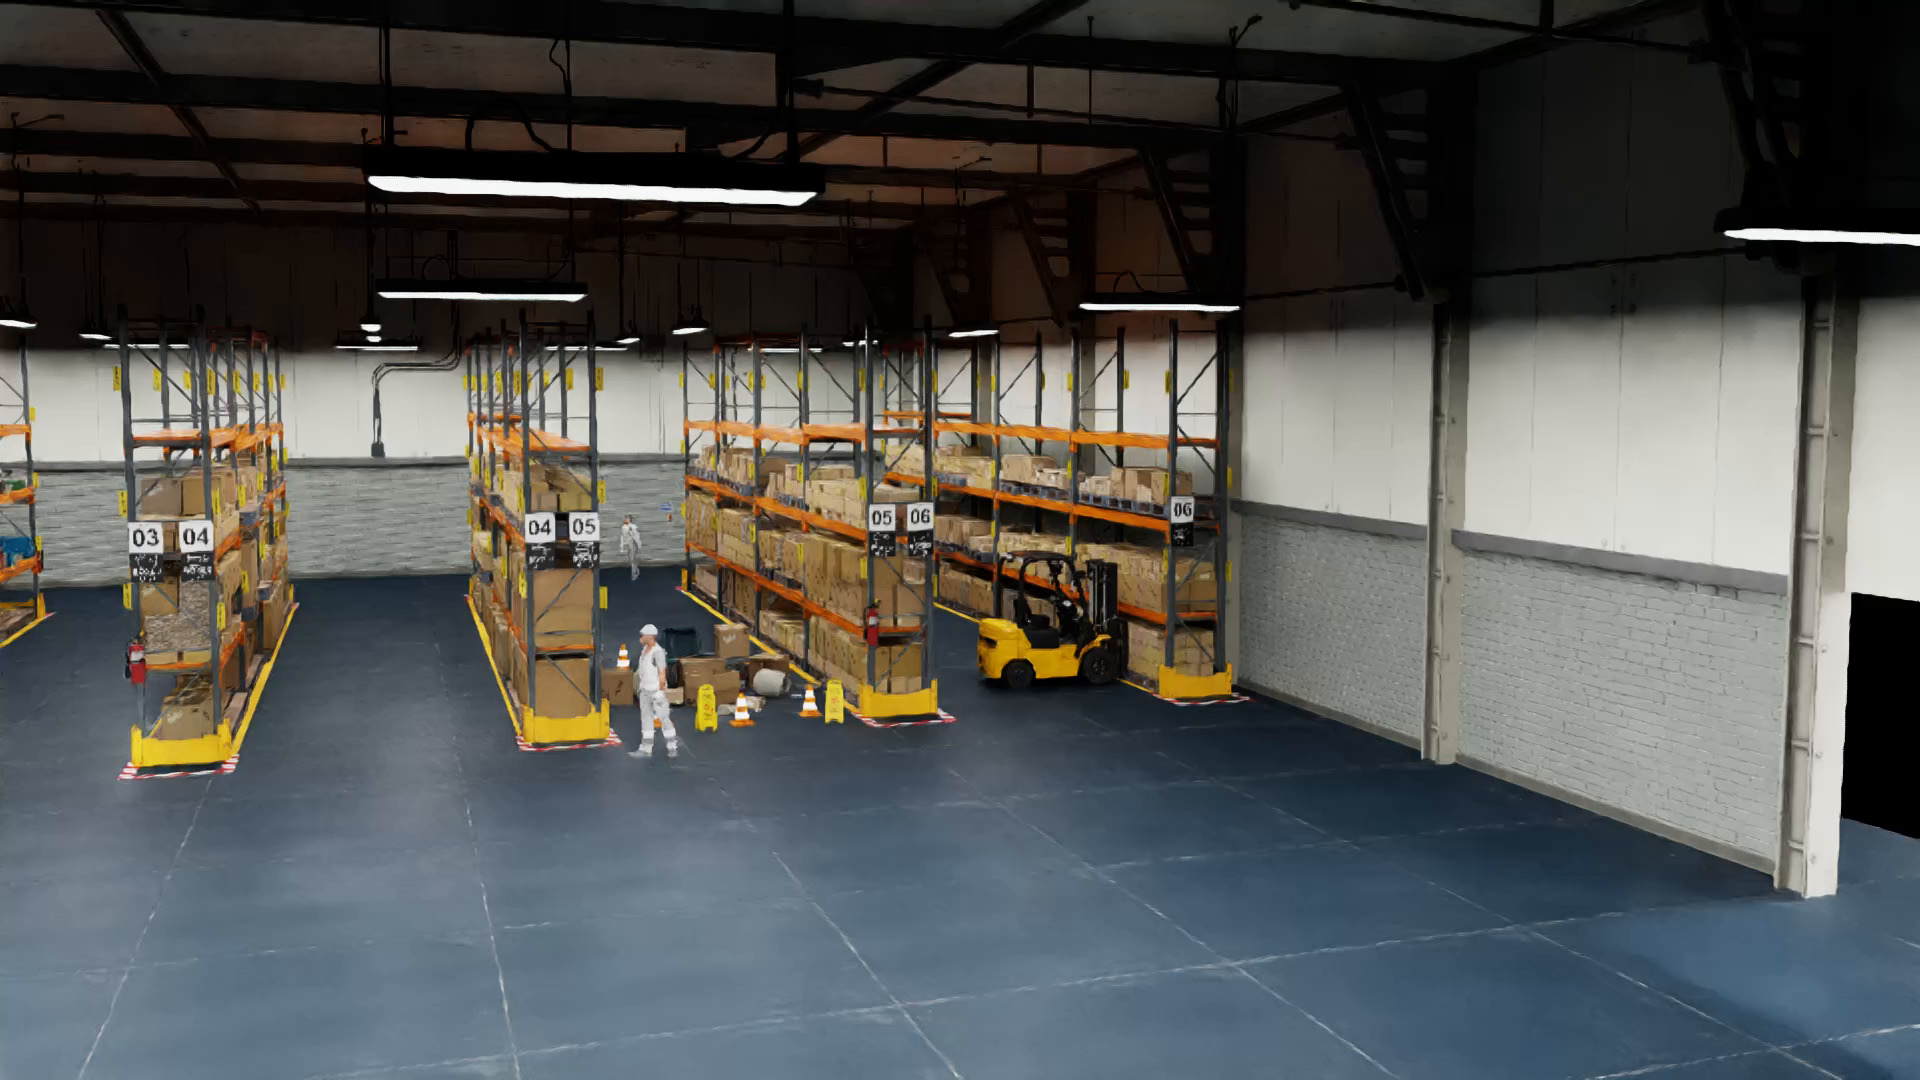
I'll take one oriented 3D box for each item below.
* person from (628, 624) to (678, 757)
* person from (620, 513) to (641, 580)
[{"bbox_3d":[-4.101,2.014,22.223,0.555,1.791,0.656,-5,7,-40],"label":"person"},{"bbox_3d":[-8.372,0.163,42.372,0.573,1.708,0.508,4,7,34],"label":"person"}]
